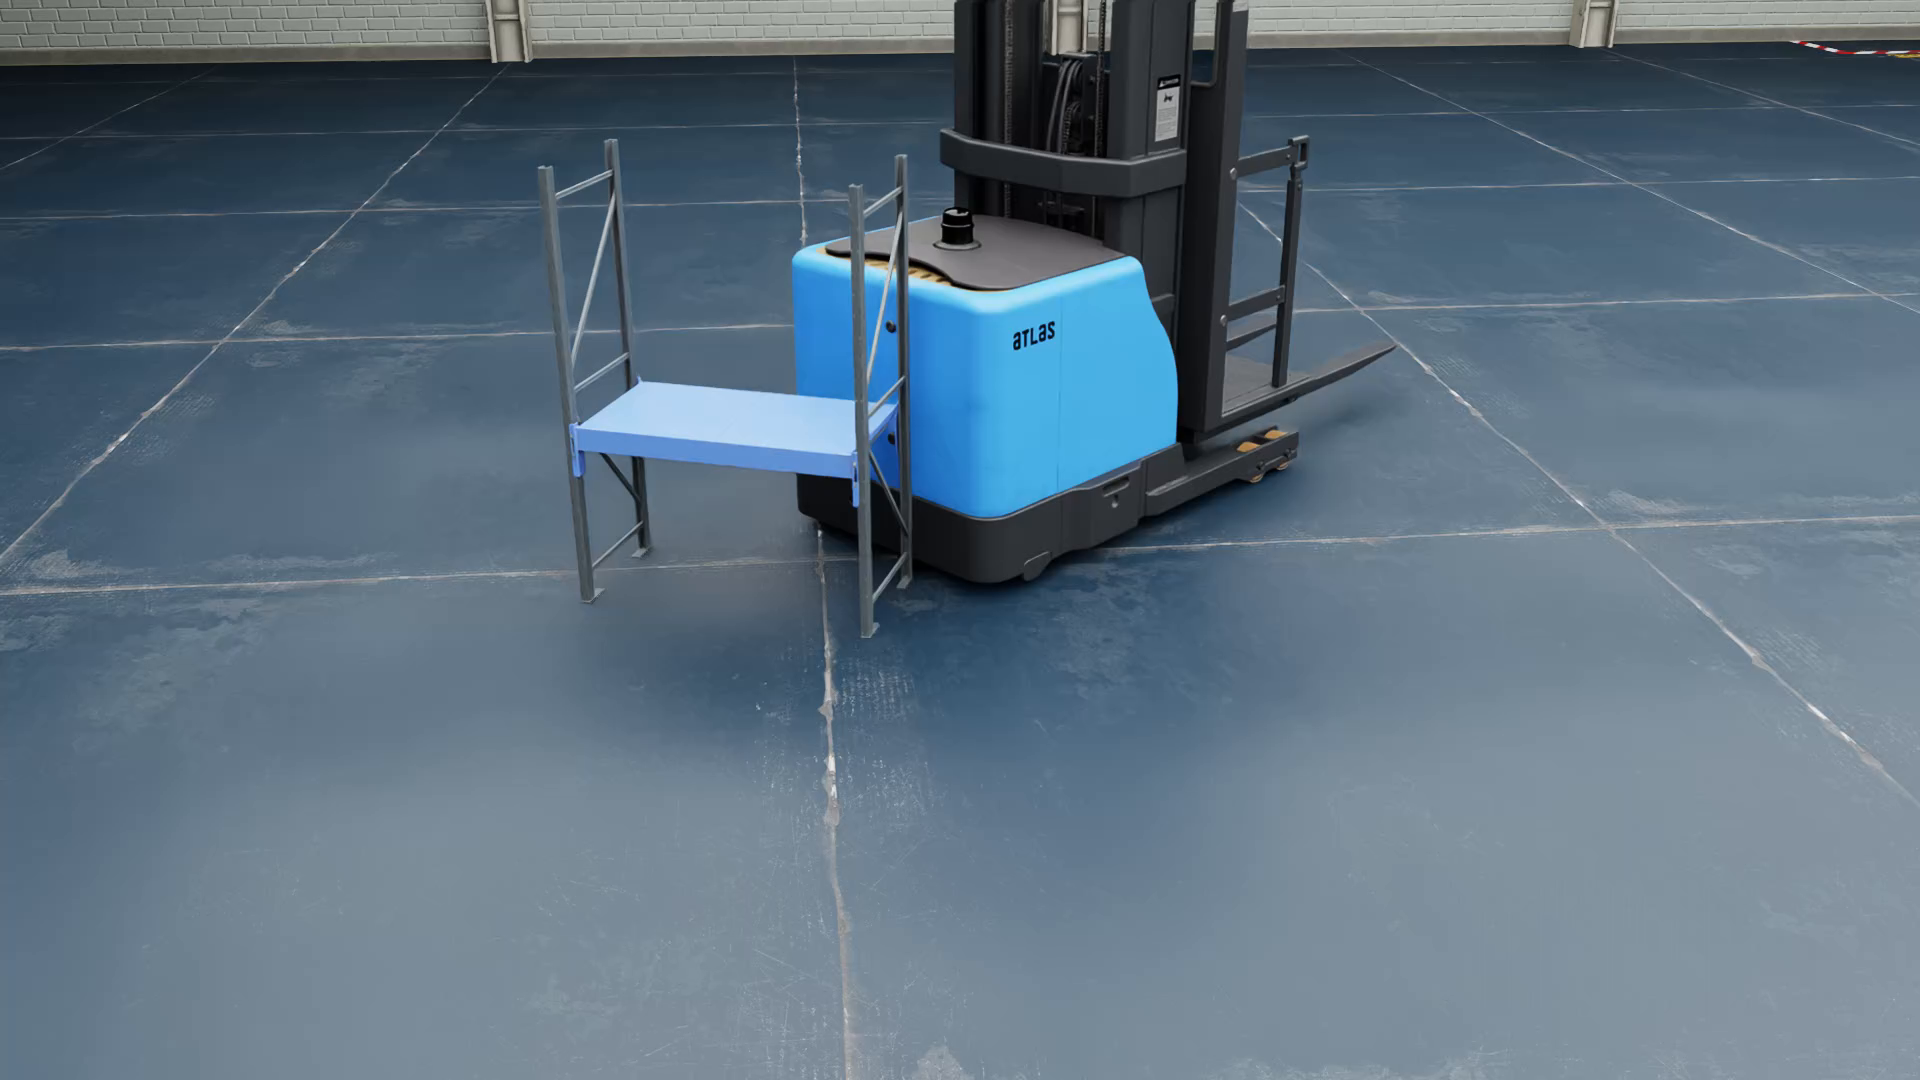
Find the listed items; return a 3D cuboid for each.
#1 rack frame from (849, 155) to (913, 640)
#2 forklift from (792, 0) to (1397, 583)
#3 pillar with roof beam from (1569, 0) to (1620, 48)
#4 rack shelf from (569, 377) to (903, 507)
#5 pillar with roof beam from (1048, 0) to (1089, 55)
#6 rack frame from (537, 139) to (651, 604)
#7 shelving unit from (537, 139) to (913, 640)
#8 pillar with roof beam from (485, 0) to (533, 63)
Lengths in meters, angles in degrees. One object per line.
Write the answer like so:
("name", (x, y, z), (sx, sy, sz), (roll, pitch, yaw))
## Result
("rack frame", (-0.248, -0.453, 5.423), (0.032, 1.500, 0.500), (6, 25, 14))
("forklift", (0.759, -1.698, 6.462), (1.130, 2.935, 3.031), (21, 31, 39))
("pillar with roof beam", (7.576, -7.986, 13.137), (0.400, 9.000, 9.100), (-2, 24, -5))
("rack shelf", (-0.739, -0.343, 5.619), (1.000, 0.185, 0.538), (6, 25, 14))
("pillar with roof beam", (1.606, -7.746, 12.598), (0.400, 9.000, 9.100), (-2, 24, -5))
("rack frame", (-1.229, -0.562, 5.668), (0.032, 1.500, 0.500), (6, 25, 14))
("shelving unit", (-0.739, -0.508, 5.545), (1.048, 1.500, 0.538), (6, 25, 14))
("pillar with roof beam", (-4.365, -7.507, 12.060), (0.400, 9.000, 9.100), (-2, 24, -5))
